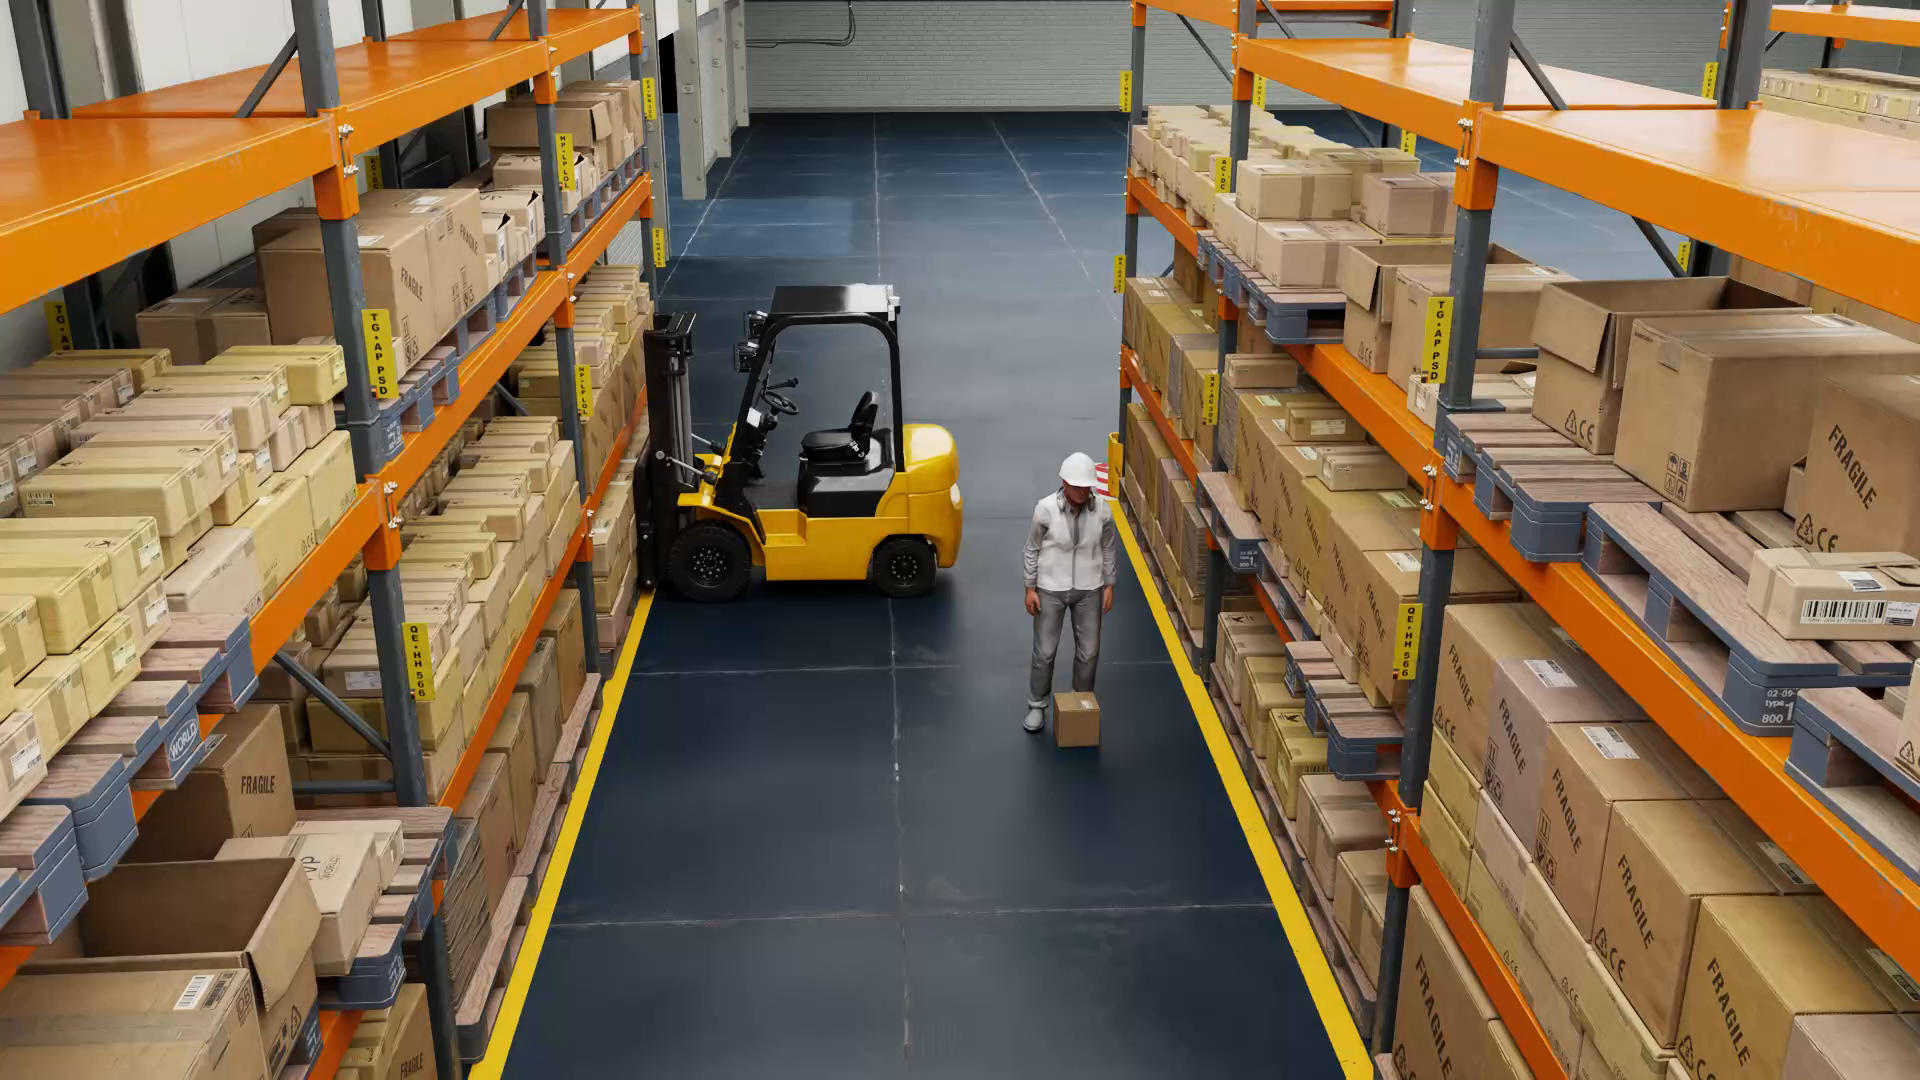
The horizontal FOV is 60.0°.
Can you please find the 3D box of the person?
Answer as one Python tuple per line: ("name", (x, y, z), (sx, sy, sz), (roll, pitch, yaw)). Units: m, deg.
("person", (0.674, 0.302, 10.224), (0.588, 1.767, 0.463), (-3, 20, -7))
